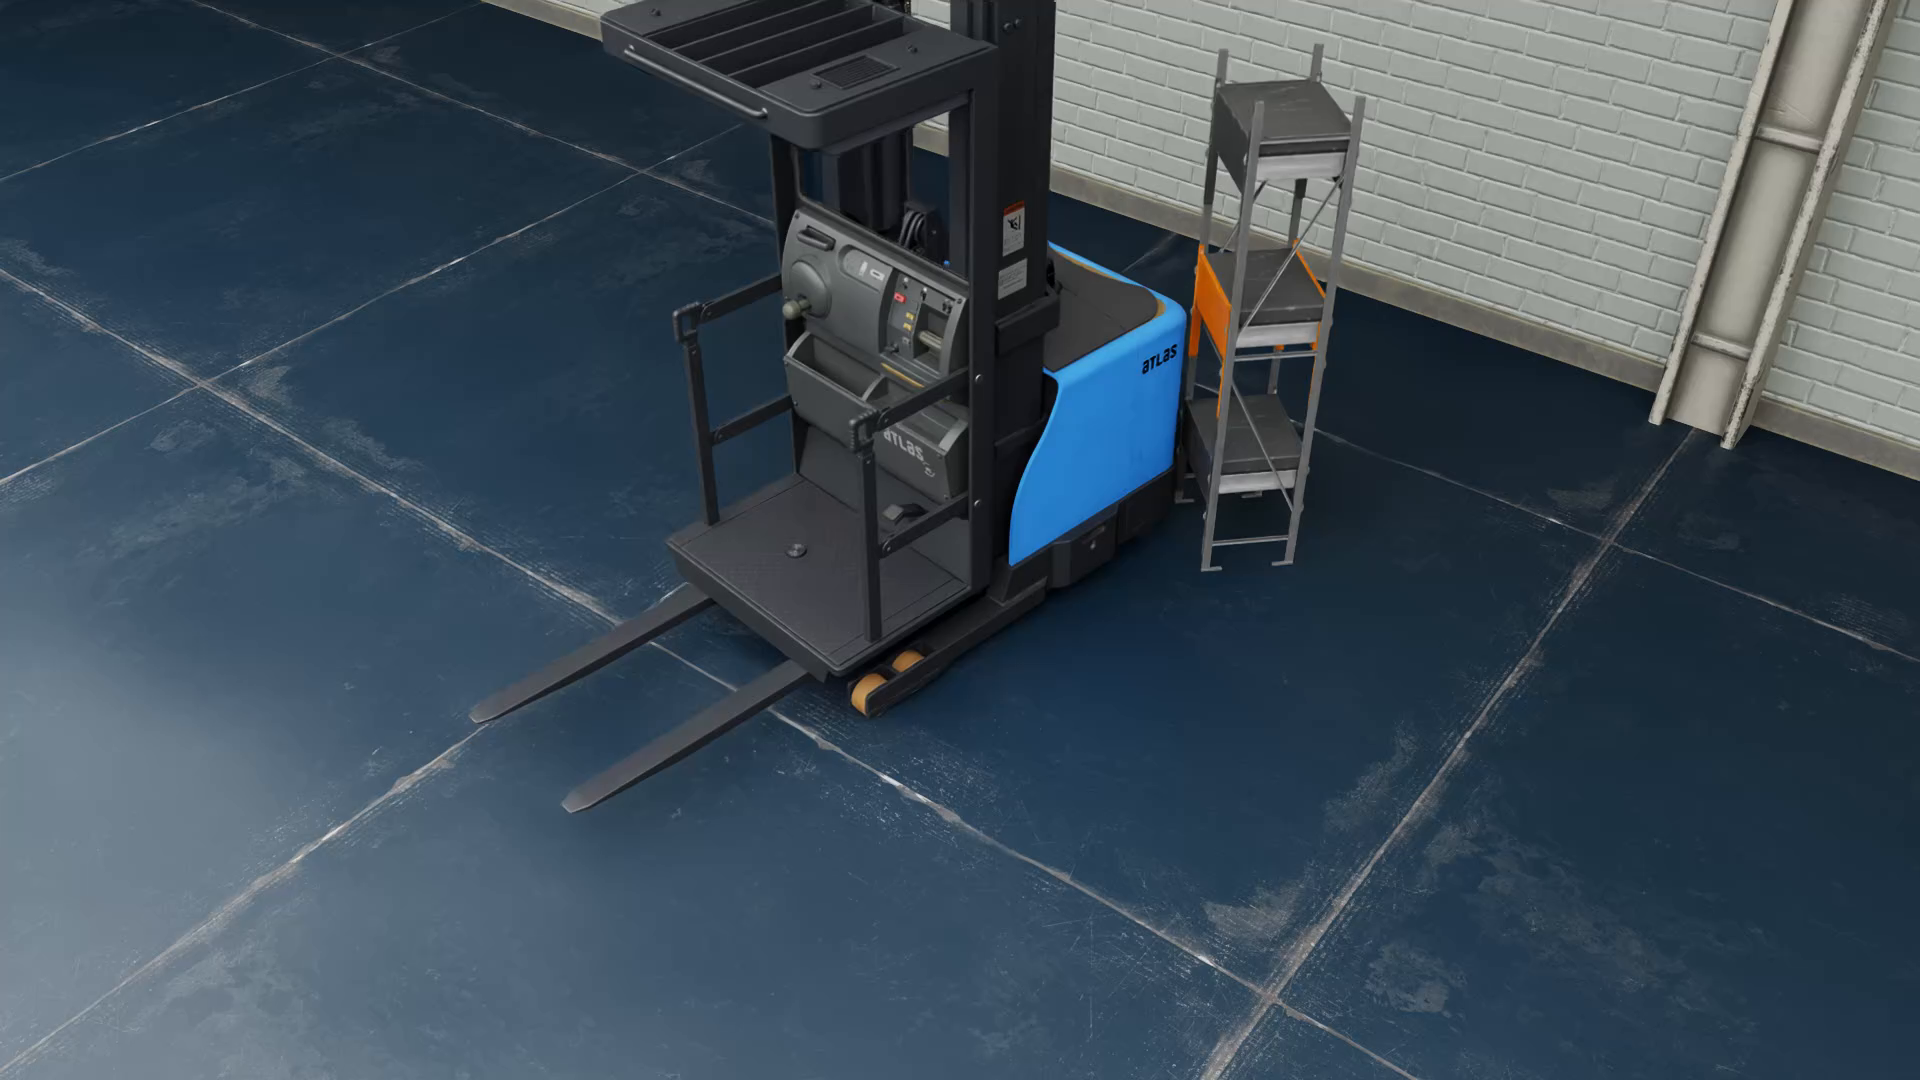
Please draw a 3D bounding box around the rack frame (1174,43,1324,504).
[{"bbox_3d":[1.160,-1.009,6.836,0.400,2.100,0.015,-5,38,-6],"label":"rack frame"}]

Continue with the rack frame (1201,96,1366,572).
[{"bbox_3d":[1.224,-0.711,6.454,0.400,2.100,0.015,-5,38,-6],"label":"rack frame"}]

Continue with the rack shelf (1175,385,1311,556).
[{"bbox_3d":[1.192,-0.298,7.084,0.431,0.518,0.480,-5,38,-6],"label":"rack shelf"}]

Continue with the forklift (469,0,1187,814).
[{"bbox_3d":[-0.476,-0.838,5.942,3.031,2.935,1.130,-31,47,-33],"label":"forklift"}]

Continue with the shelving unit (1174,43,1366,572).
[{"bbox_3d":[1.192,-0.860,6.645,0.431,2.100,0.503,-5,38,-6],"label":"shelving unit"}]

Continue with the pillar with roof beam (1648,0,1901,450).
[{"bbox_3d":[0.935,-2.005,2.512,0.400,9.000,9.100,25,45,29],"label":"pillar with roof beam"}]

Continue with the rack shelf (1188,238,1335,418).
[{"bbox_3d":[1.192,-0.849,6.653,0.431,0.518,0.480,-5,38,-6],"label":"rack shelf"}]

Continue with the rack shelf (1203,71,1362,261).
[{"bbox_3d":[1.192,-1.401,6.222,0.431,0.518,0.480,-5,38,-6],"label":"rack shelf"}]
